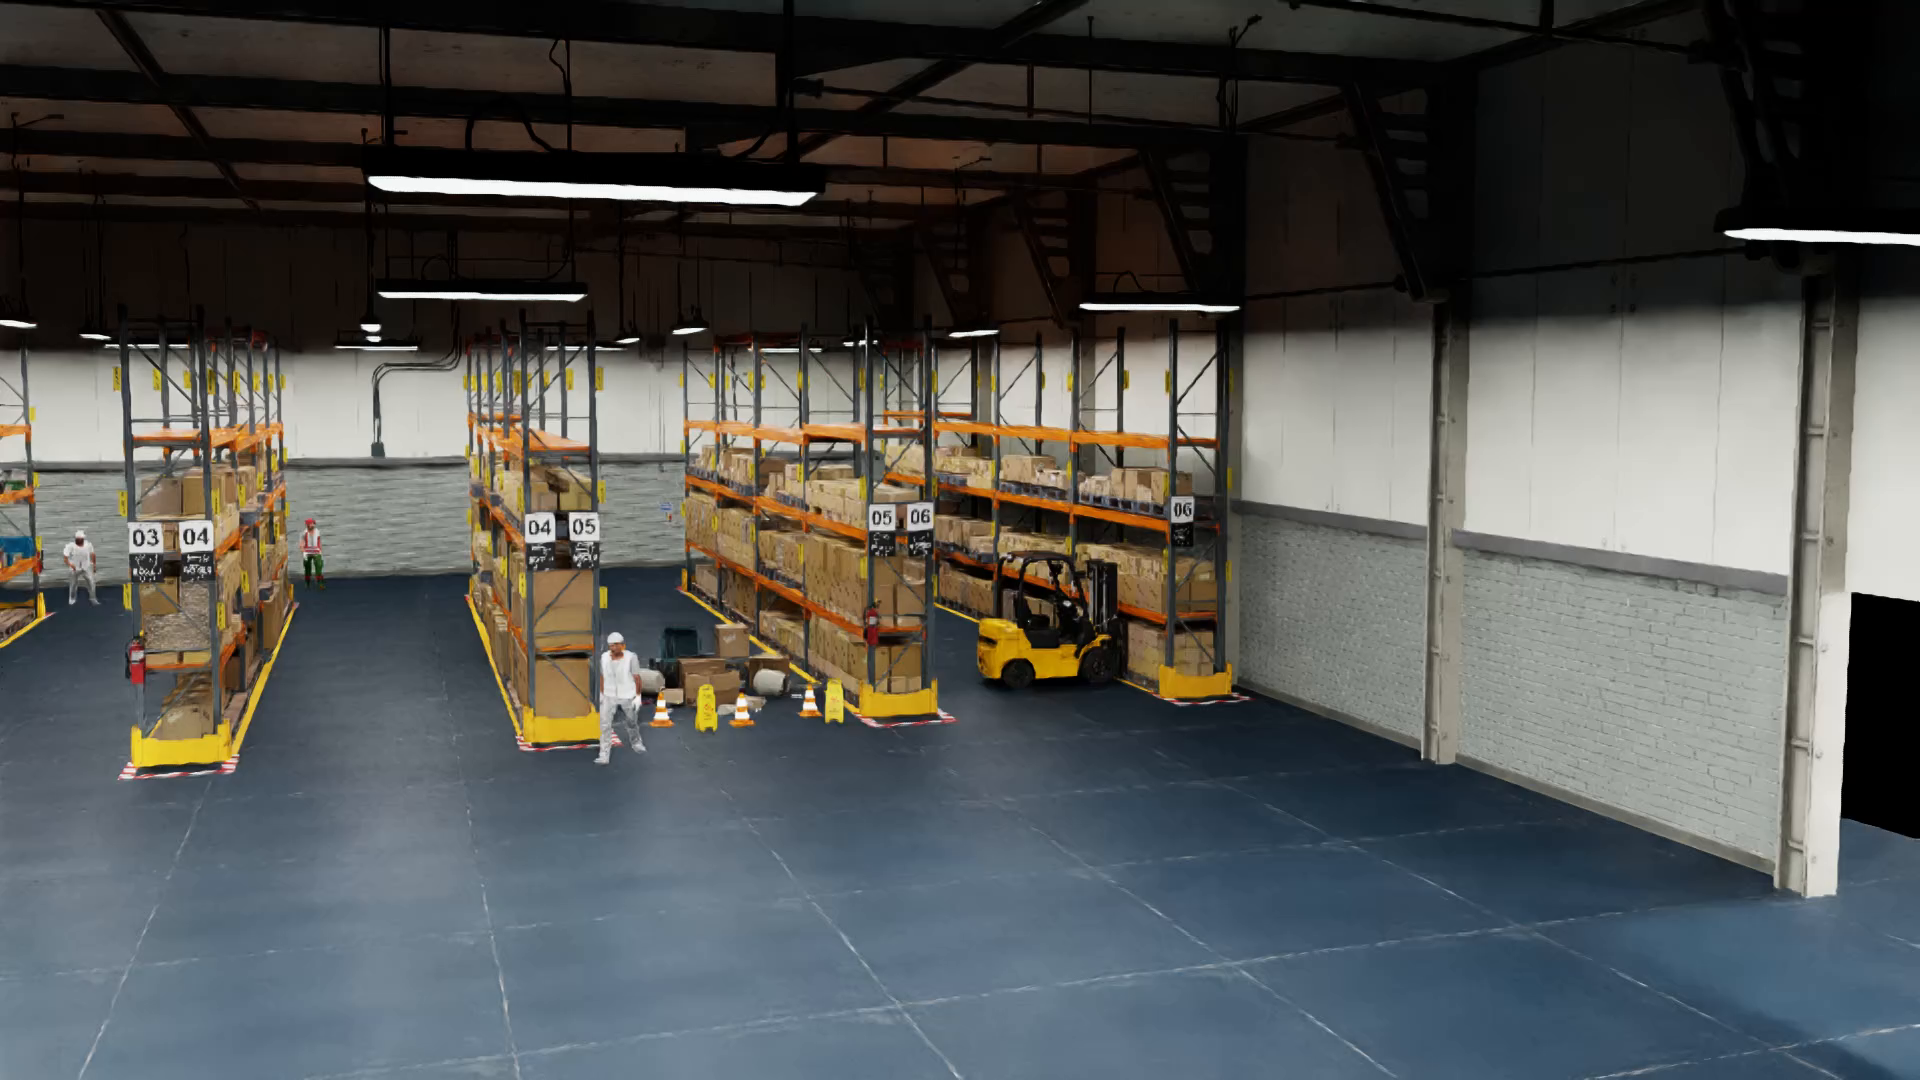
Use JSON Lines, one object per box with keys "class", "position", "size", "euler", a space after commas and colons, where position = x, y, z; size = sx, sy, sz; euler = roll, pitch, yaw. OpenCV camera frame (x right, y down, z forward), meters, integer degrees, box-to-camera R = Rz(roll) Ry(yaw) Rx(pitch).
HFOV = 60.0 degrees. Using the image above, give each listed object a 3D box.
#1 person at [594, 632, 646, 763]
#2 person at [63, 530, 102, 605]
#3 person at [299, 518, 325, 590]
{"class": "person", "position": [-4.515, 2.060, 22.050], "size": [0.608, 1.735, 0.980], "euler": [0, 5, 3]}
{"class": "person", "position": [-19.705, 0.620, 37.245], "size": [0.708, 1.702, 0.843], "euler": [-4, 7, -36]}
{"class": "person", "position": [-15.649, 0.324, 40.132], "size": [0.526, 1.728, 1.031], "euler": [-3, 6, -27]}
